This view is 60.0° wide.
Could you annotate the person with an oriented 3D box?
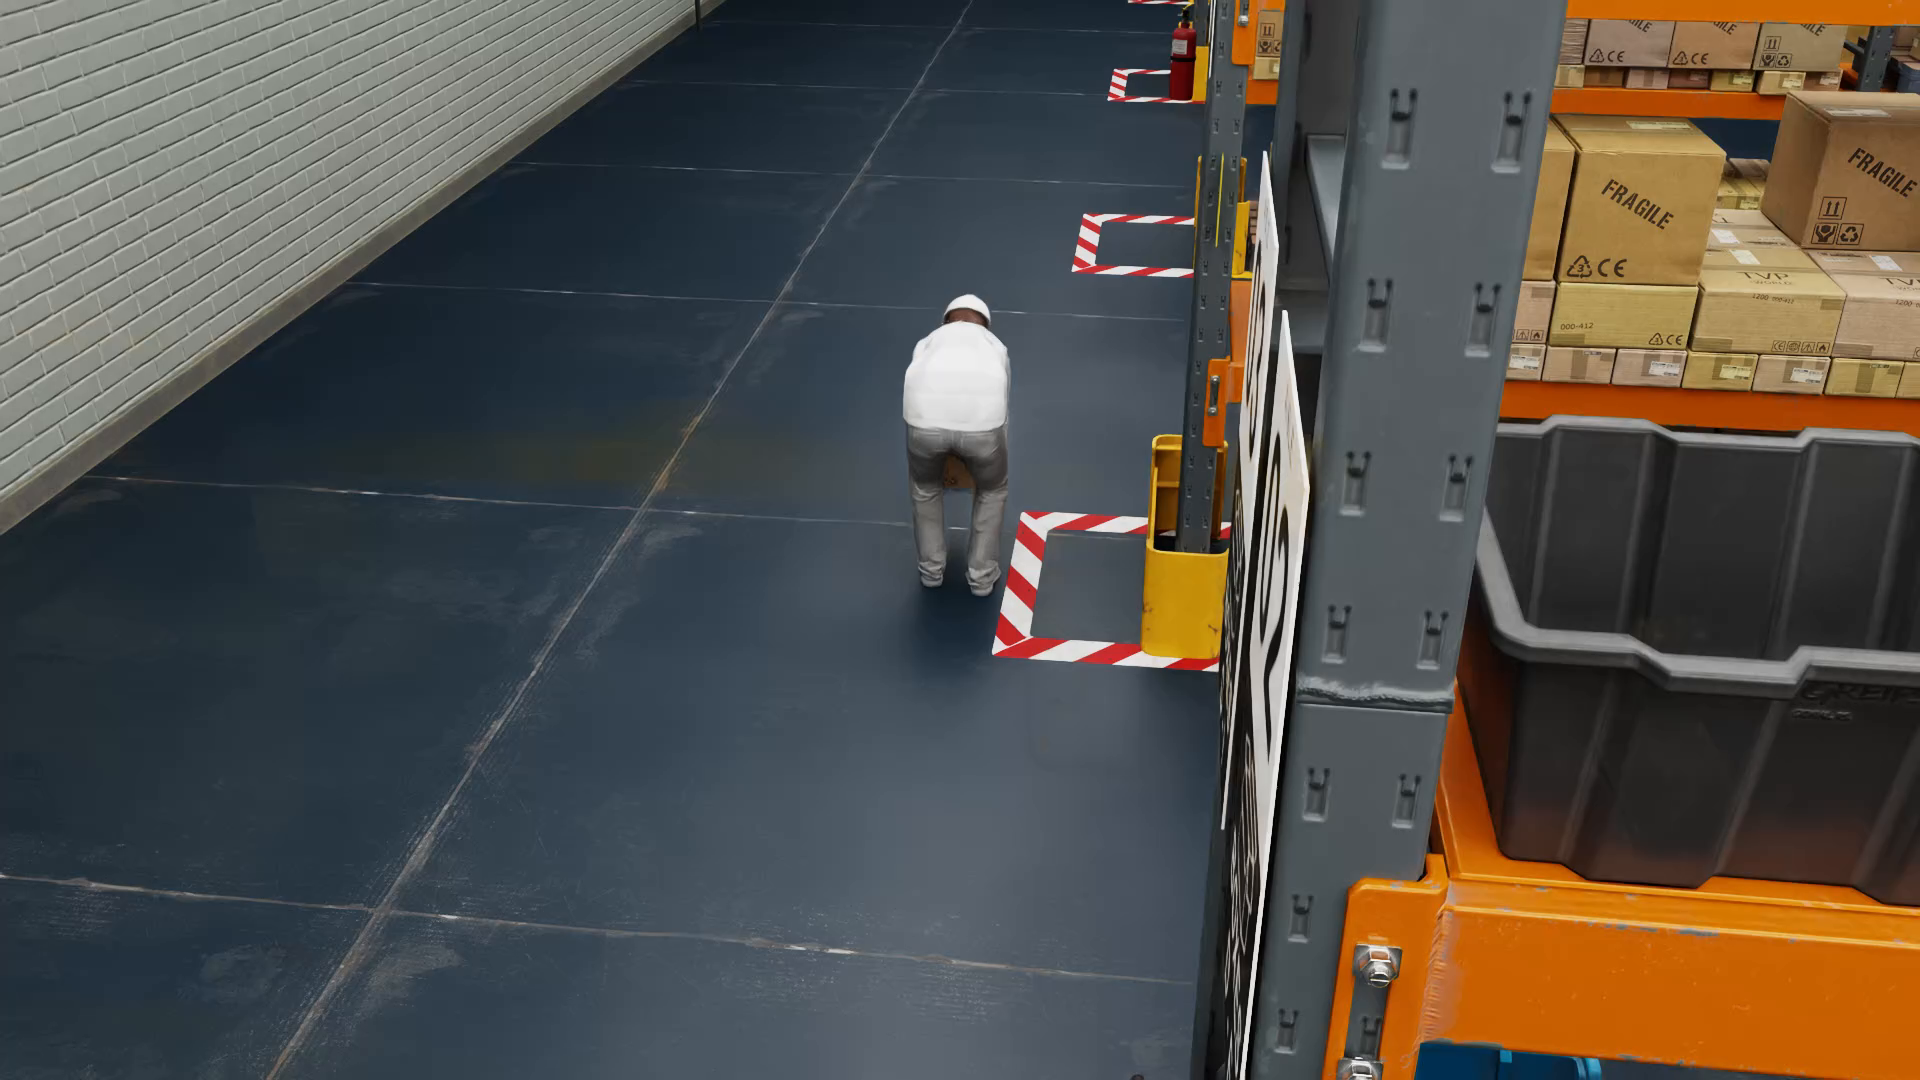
[{"bbox_3d":[0.001,-0.430,7.557,0.463,1.152,1.003,2,28,5],"label":"person"}]
